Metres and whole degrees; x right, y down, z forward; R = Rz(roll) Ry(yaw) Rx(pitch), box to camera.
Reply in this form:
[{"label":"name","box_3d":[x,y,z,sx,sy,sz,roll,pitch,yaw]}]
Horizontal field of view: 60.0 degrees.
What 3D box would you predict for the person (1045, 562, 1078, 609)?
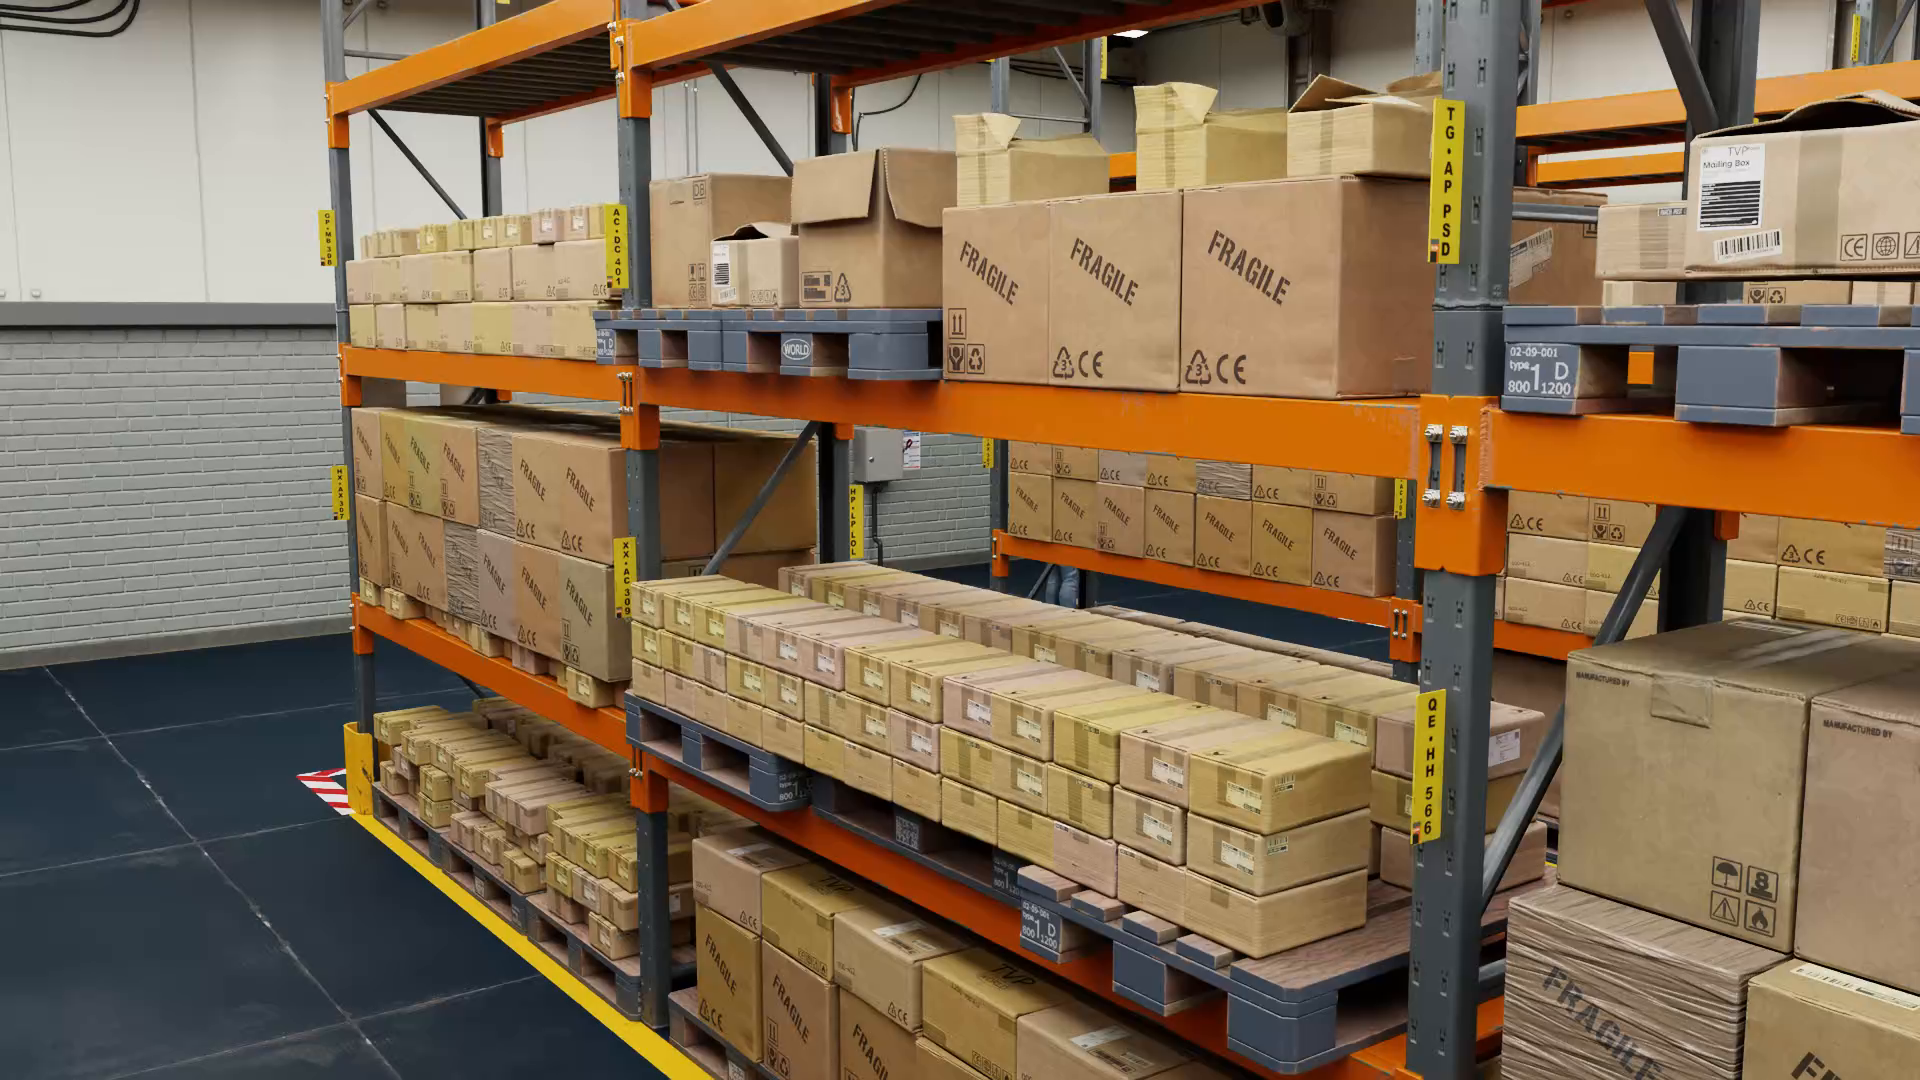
[{"label":"person","box_3d":[0.962,-0.014,15.838,0.456,1.761,0.636,-6,10,-38]}]
